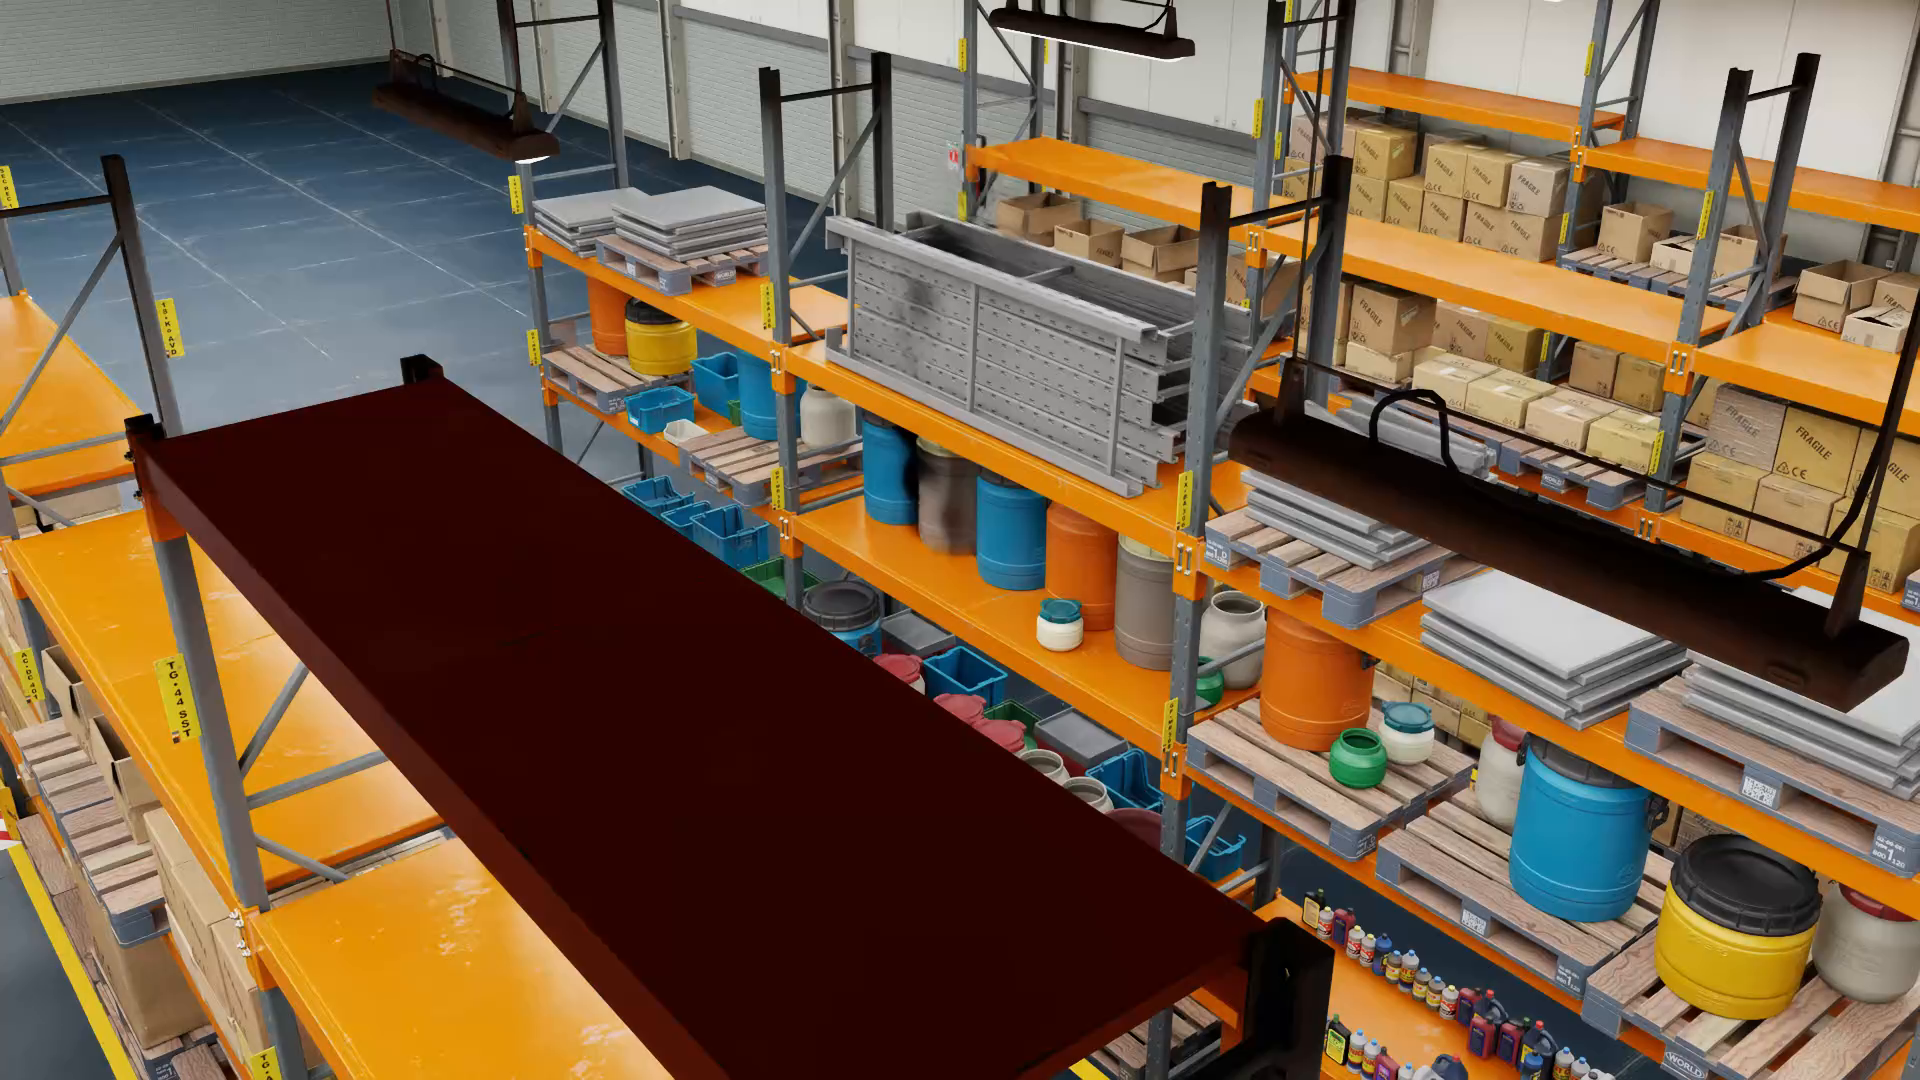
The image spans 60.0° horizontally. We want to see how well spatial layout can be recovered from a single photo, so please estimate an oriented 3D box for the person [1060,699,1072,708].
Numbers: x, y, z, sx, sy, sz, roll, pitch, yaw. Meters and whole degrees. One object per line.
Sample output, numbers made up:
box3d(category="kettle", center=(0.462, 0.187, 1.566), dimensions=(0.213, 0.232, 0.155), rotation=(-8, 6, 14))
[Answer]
box3d(category="person", center=(1.039, 0.952, 13.749), dimensions=(0.575, 1.780, 0.644), rotation=(22, 34, 38))
